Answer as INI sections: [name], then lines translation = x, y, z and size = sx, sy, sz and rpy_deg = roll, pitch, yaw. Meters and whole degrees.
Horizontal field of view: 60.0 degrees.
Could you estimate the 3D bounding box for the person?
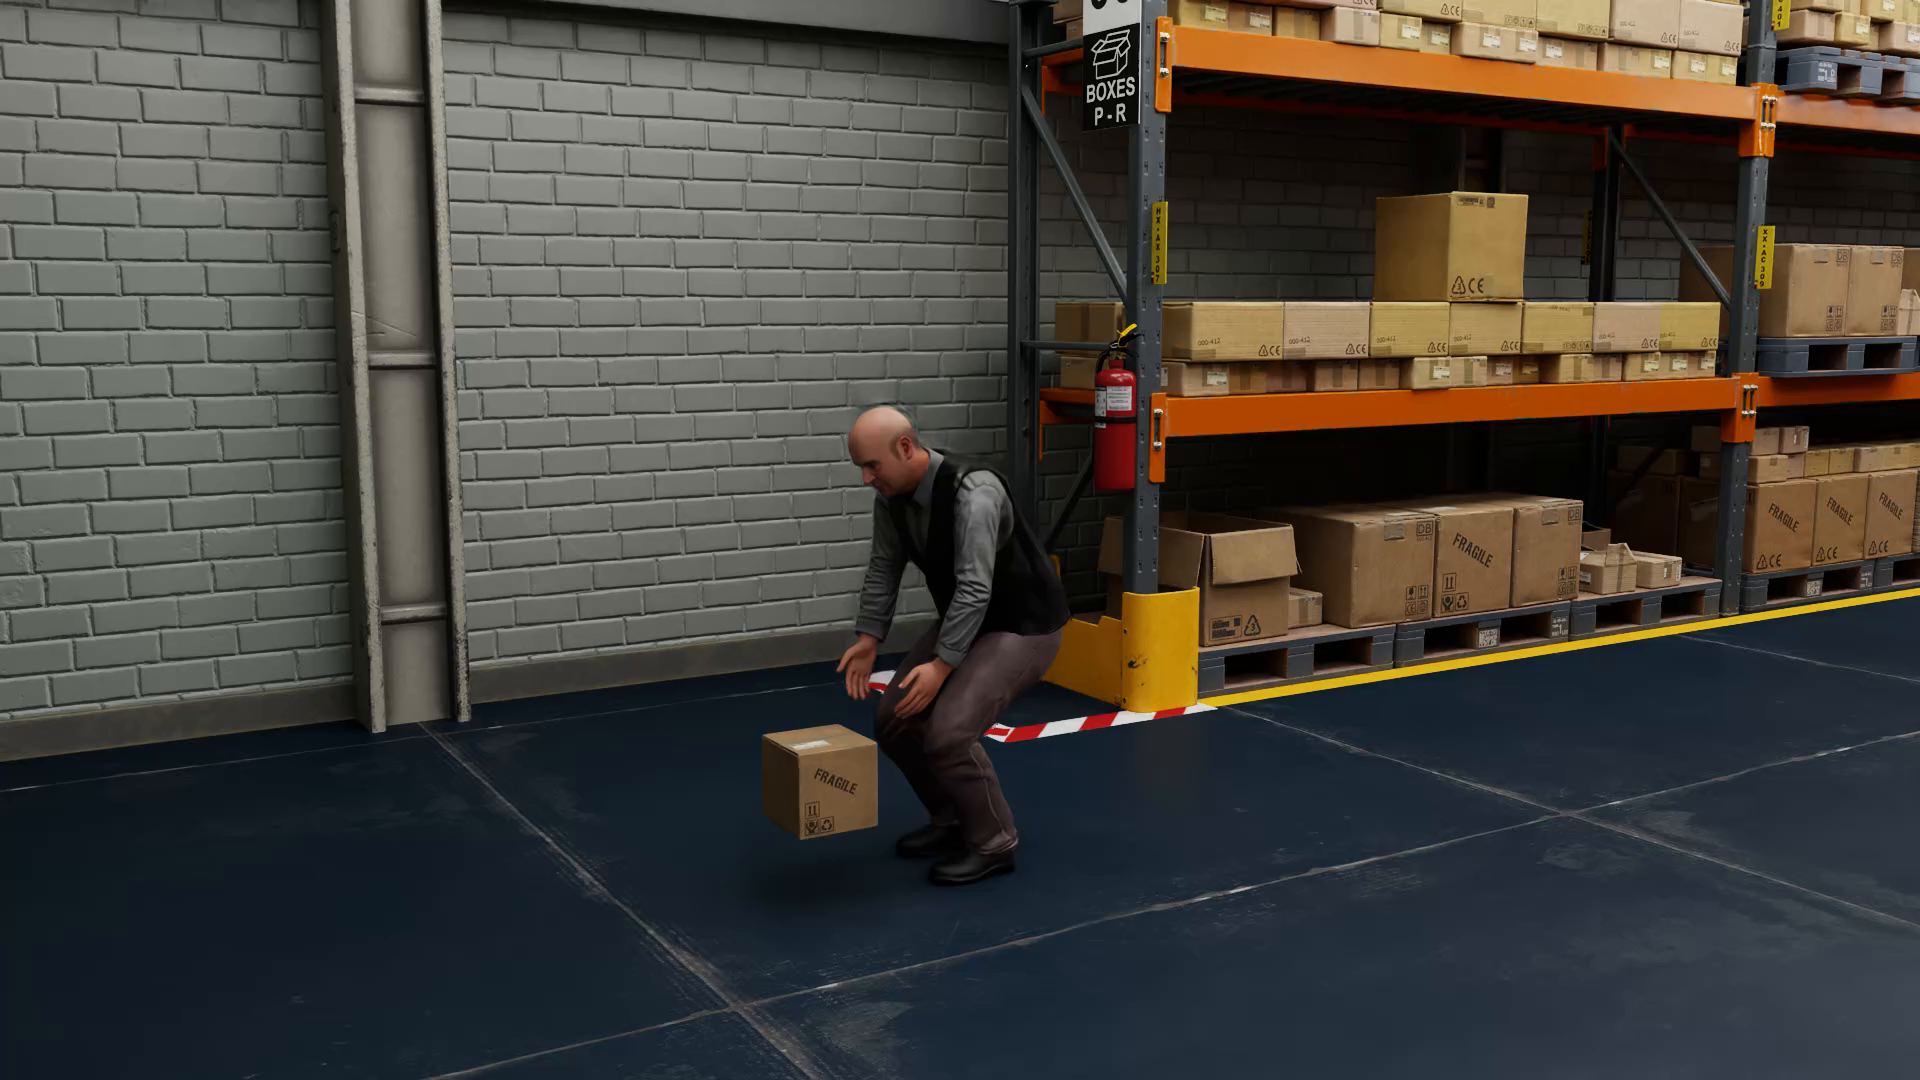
[person]
translation = -0.009, 0.298, 4.955
size = 0.706, 1.405, 0.592
rpy_deg = -5, 9, -31
